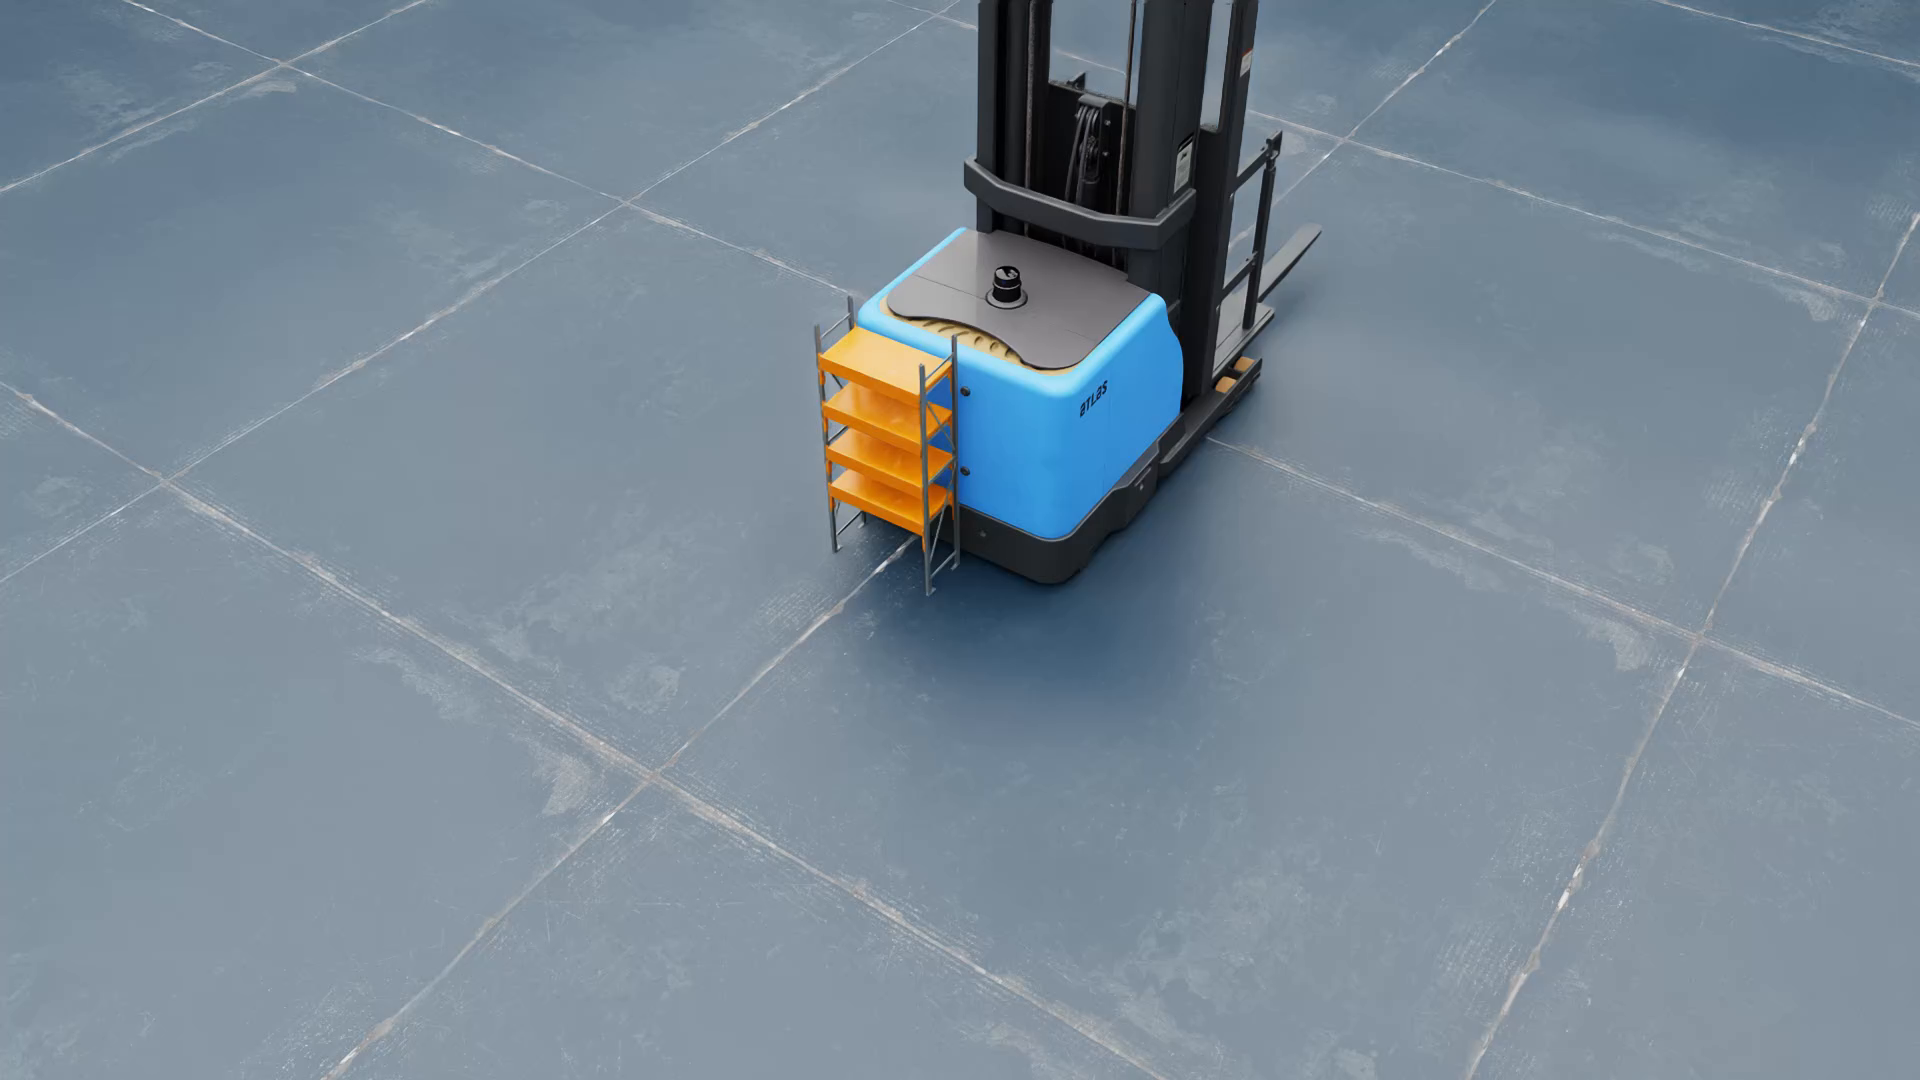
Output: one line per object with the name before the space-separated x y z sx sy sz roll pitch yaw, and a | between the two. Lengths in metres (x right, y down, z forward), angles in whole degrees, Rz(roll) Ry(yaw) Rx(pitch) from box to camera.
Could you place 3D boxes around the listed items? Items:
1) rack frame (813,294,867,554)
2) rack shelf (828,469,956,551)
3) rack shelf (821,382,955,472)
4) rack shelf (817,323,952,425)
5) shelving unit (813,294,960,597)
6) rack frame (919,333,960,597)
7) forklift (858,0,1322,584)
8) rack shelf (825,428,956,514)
rack frame | -0.486 -0.451 6.851 0.015 1.200 0.240 23 48 24
rack shelf | -0.279 -0.167 6.932 0.480 0.148 0.258 23 48 24
rack shelf | -0.283 -0.478 6.646 0.480 0.148 0.258 23 48 24
rack shelf | -0.285 -0.652 6.486 0.480 0.148 0.258 23 48 24
shelving unit | -0.282 -0.362 6.752 0.503 1.200 0.258 23 48 24
rack frame | -0.077 -0.274 6.653 0.015 1.200 0.240 23 48 24
forklift | 0.800 -1.863 7.134 1.130 2.935 3.031 24 47 24
rack shelf | -0.281 -0.313 6.797 0.480 0.148 0.258 23 48 24
